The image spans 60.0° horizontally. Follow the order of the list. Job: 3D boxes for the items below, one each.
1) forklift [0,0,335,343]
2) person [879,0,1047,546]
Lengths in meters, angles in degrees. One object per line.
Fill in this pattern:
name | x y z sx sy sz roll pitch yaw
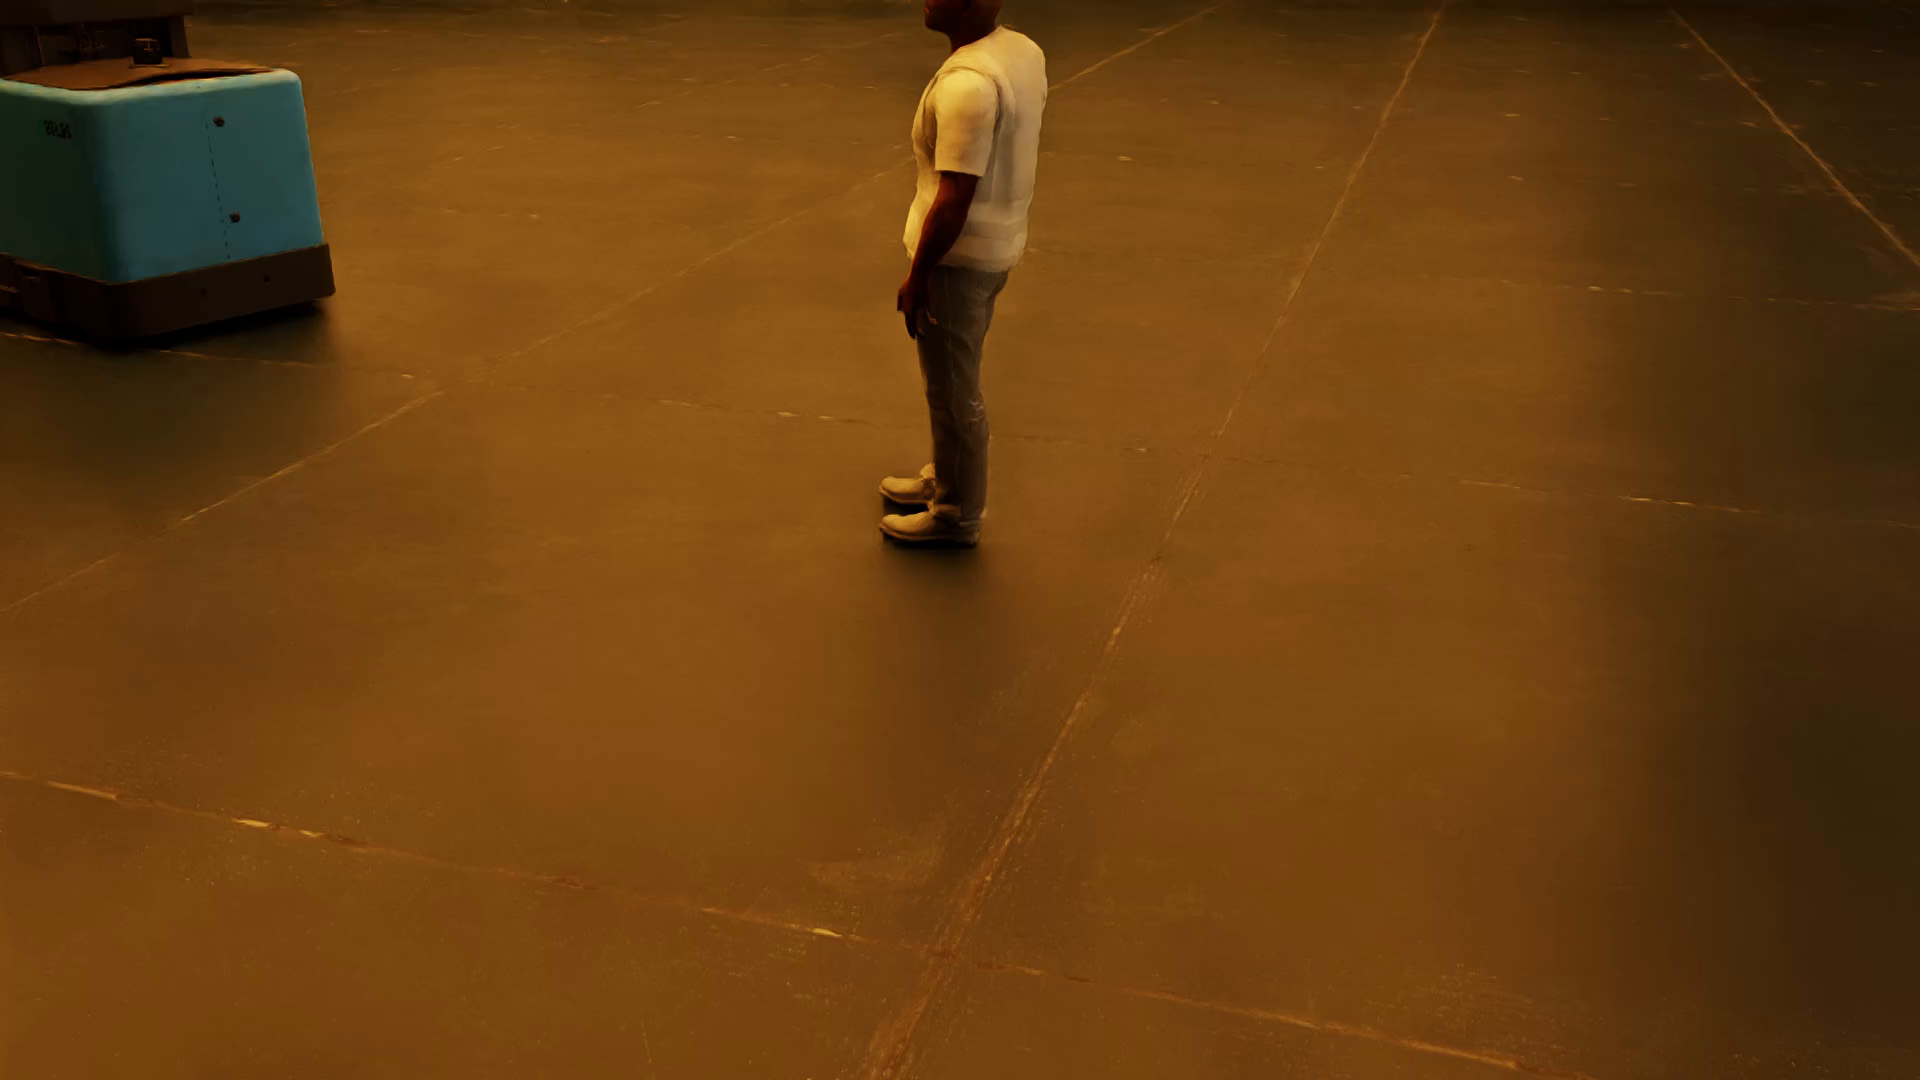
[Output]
forklift | -4.372 -2.625 7.637 3.031 2.935 1.130 16 27 34
person | -0.065 -0.833 4.805 0.576 1.766 0.665 7 23 16
